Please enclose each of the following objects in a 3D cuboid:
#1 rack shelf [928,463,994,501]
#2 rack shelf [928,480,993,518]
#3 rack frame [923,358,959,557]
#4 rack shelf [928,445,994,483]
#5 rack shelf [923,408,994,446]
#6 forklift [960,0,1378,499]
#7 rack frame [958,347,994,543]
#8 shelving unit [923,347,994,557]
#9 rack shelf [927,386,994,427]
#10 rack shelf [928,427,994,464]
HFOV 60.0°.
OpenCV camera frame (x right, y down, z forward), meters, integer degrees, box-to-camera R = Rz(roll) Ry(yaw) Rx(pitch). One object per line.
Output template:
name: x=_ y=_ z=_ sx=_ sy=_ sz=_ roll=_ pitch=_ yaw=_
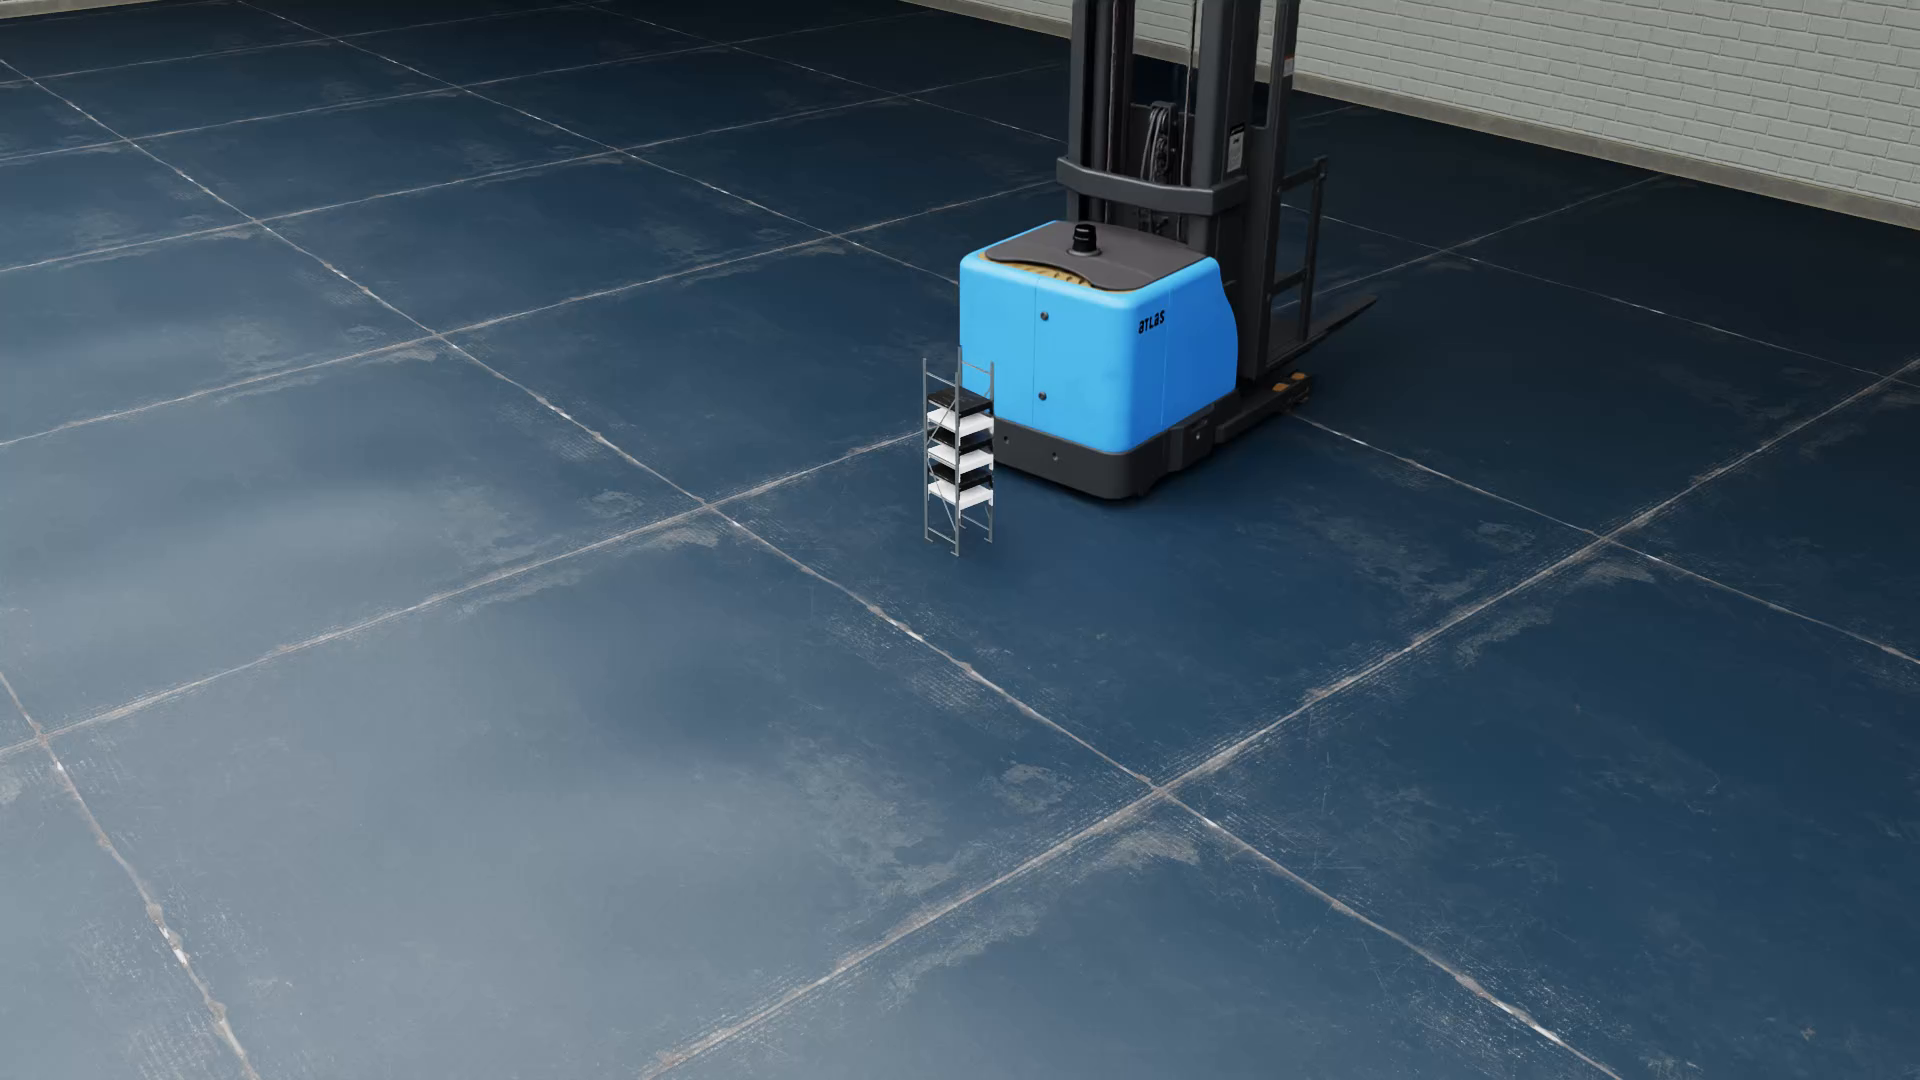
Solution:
rack shelf: x=-0.006 y=-0.286 z=7.591 sx=0.200 sy=0.077 sz=0.258 roll=-22 pitch=35 yaw=-35
rack shelf: x=-0.006 y=-0.206 z=7.634 sx=0.200 sy=0.077 sz=0.258 roll=-22 pitch=35 yaw=-35
rack frame: x=-0.084 y=-0.363 z=7.475 sx=0.006 sy=0.900 sz=0.240 roll=-22 pitch=35 yaw=-35
rack shelf: x=-0.006 y=-0.365 z=7.549 sx=0.200 sy=0.077 sz=0.258 roll=-22 pitch=35 yaw=-35
rack shelf: x=-0.006 y=-0.524 z=7.464 sx=0.200 sy=0.077 sz=0.258 roll=-22 pitch=35 yaw=-35
forklift: x=1.306 y=-2.111 z=8.591 sx=1.130 sy=2.935 sz=3.031 roll=21 pitch=35 yaw=34
rack frame: x=0.071 y=-0.426 z=7.591 sx=0.006 sy=0.900 sz=0.240 roll=-22 pitch=35 yaw=-35
shelving unit: x=-0.006 y=-0.394 z=7.533 sx=0.210 sy=0.900 sz=0.258 roll=-22 pitch=35 yaw=-35
rack shelf: x=-0.006 y=-0.603 z=7.422 sx=0.200 sy=0.077 sz=0.258 roll=-22 pitch=35 yaw=-35
rack shelf: x=-0.006 y=-0.444 z=7.507 sx=0.200 sy=0.077 sz=0.258 roll=-22 pitch=35 yaw=-35
